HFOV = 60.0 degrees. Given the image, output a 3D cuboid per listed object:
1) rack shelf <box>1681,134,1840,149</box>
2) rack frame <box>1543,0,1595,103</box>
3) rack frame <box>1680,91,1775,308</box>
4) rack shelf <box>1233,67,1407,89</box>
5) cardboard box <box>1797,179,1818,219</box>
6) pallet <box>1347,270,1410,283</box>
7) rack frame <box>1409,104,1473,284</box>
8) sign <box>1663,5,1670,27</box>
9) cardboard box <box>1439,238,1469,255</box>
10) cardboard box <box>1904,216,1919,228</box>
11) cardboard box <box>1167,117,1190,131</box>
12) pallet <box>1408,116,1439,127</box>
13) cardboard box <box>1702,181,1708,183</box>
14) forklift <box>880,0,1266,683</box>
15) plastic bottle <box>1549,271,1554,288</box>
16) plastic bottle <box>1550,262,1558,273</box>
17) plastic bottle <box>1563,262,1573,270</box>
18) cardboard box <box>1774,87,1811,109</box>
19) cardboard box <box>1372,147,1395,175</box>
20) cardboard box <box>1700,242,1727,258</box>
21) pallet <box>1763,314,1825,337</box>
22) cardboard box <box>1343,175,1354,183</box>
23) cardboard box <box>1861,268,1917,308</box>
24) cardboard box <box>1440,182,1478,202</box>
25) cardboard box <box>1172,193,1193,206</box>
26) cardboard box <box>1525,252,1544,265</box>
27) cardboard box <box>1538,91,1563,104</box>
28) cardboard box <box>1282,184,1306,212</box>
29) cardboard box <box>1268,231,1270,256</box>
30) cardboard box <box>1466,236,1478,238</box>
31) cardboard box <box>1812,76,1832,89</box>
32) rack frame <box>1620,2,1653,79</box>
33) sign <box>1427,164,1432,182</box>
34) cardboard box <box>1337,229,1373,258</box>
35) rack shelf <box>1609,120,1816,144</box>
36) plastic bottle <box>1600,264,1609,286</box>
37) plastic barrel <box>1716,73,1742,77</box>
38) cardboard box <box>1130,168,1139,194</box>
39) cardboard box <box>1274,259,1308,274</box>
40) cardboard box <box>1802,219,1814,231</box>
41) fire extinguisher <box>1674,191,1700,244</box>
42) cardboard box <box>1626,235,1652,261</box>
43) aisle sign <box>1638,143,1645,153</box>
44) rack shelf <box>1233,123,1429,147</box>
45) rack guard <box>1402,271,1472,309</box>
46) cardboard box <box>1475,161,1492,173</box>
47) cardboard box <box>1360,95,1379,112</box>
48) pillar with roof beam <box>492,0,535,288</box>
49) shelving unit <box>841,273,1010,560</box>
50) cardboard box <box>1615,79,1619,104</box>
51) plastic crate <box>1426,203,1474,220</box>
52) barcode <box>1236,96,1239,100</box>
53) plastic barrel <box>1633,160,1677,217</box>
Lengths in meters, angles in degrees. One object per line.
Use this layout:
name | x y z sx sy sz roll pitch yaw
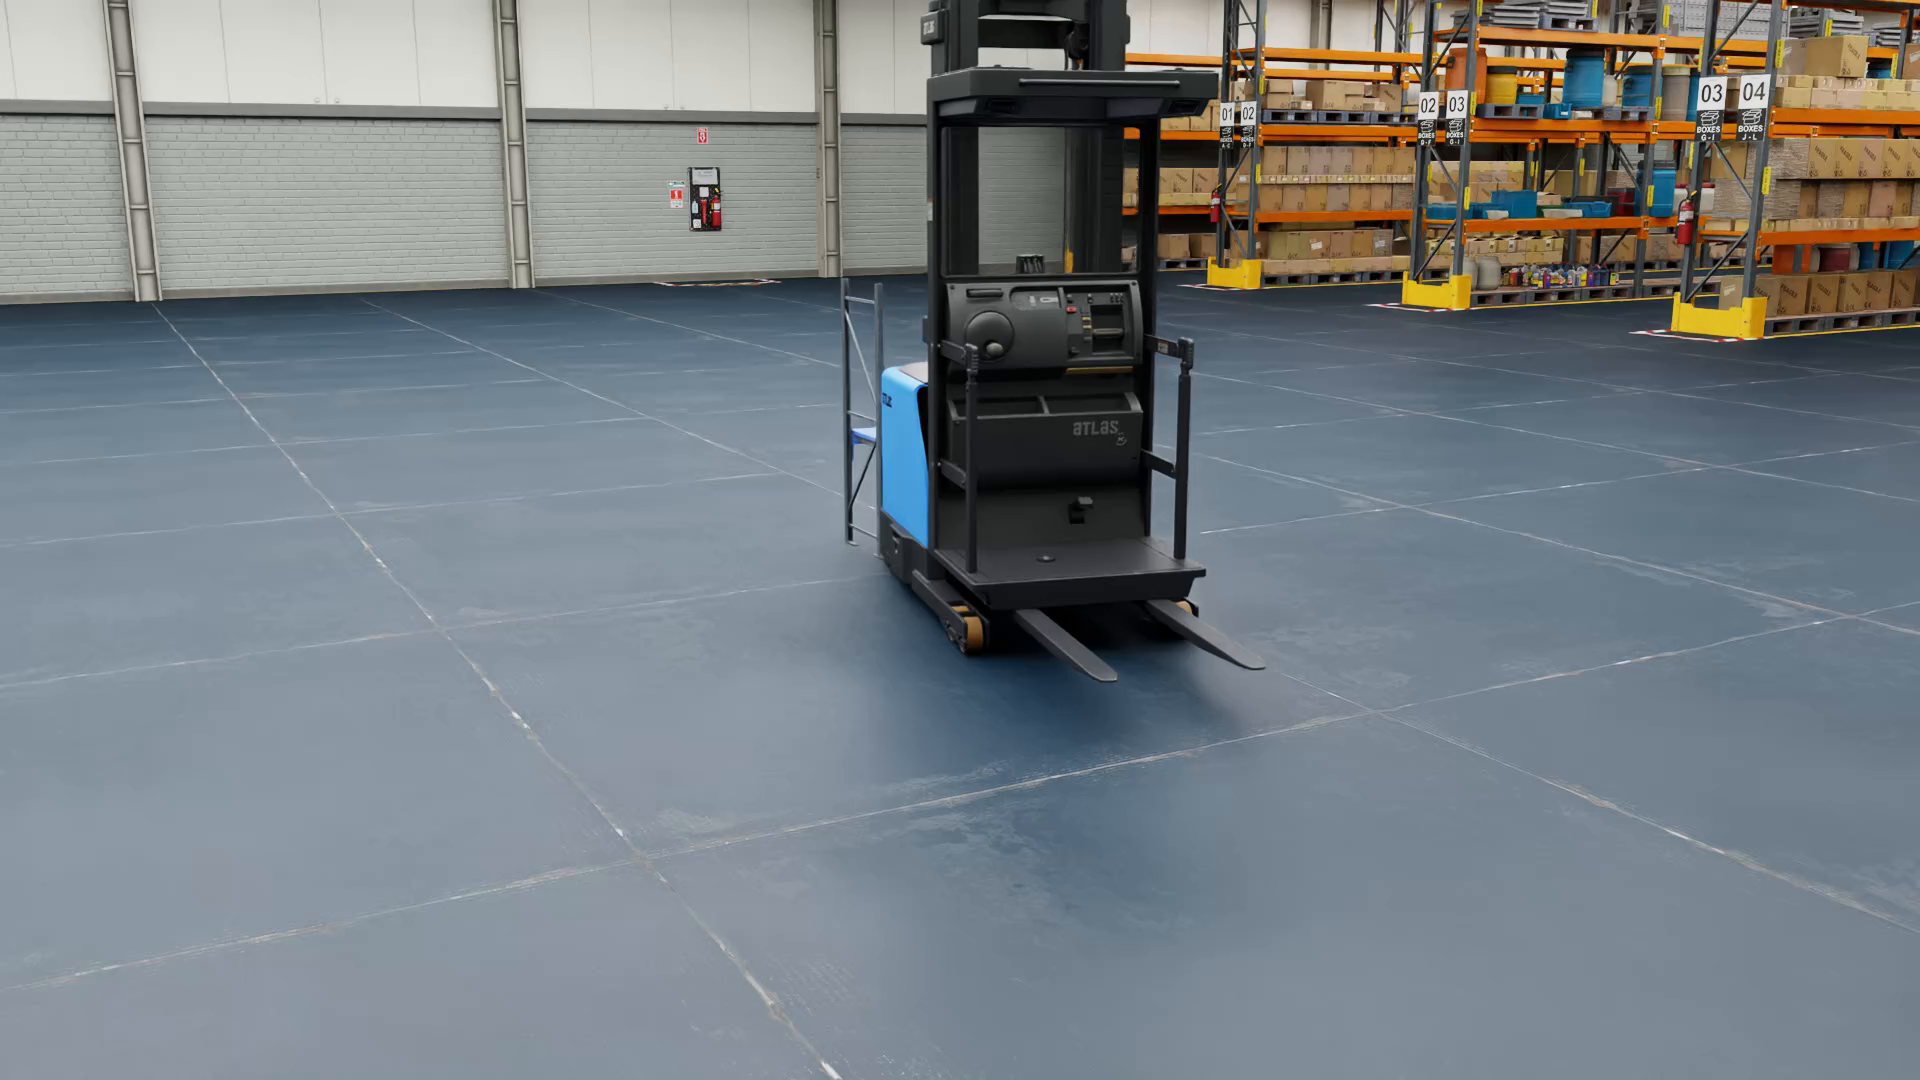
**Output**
rack shelf | 17.214 -8.605 35.819 4.000 0.370 1.077 -7 14 -28
rack frame | 11.947 -9.788 32.606 0.127 3.000 1.000 -7 14 -28
rack frame | 9.669 -4.110 21.041 0.127 3.000 1.000 -7 14 -28
rack shelf | 7.815 -9.986 36.034 4.000 0.370 1.077 -7 14 -28
cardboard box | 10.546 -4.432 21.567 0.500 0.500 0.875 -7 14 -28
pallet | 7.718 -5.004 31.365 1.213 0.211 1.003 -7 14 -28
rack frame | 7.295 -5.065 25.282 0.127 3.000 1.000 -7 14 -28
sign | 11.060 -8.203 26.040 0.005 0.325 0.100 -7 14 -28
cardboard box | 9.360 -5.625 31.799 0.500 0.311 0.500 -7 14 -29
cardboard box | 12.659 -4.290 22.412 0.250 0.149 0.380 -7 14 -28
cardboard box | 4.364 -8.648 34.100 0.500 0.500 0.500 -6 14 -24
pallet | 9.204 -7.906 31.510 1.217 0.209 0.805 -8 15 -30
cardboard box | 16.036 -7.332 35.129 0.500 0.500 0.500 -6 14 -26
forklift | 0.455 -1.022 7.473 1.130 2.935 3.031 -3 13 -15
plastic bottle | 9.337 -4.115 26.274 0.097 0.271 0.097 0 13 0
plastic bottle | 9.733 -4.383 27.284 0.185 0.351 0.144 -8 15 -30
plastic bottle | 9.968 -4.375 27.249 0.185 0.351 0.144 -7 14 -28
cardboard box | 10.215 -5.501 20.731 0.500 0.250 0.500 -6 14 -26
cardboard box | 7.607 -7.021 30.791 0.500 0.500 0.700 -7 14 -28
cardboard box | 15.930 -6.187 35.393 0.500 0.311 0.500 -7 14 -28
pallet | 10.465 -2.836 21.732 1.213 0.211 1.003 -7 14 -28
cardboard box | 6.953 -6.574 30.283 0.250 0.149 0.380 -6 14 -26
cardboard box | 12.809 -3.482 22.986 0.500 0.500 0.500 -7 15 -30
cardboard box | 9.581 -6.622 31.975 0.500 0.500 0.500 -6 14 -24
cardboard box | 4.473 -7.063 34.458 0.500 0.250 0.500 -7 14 -27
cardboard box | 11.152 -5.567 32.822 0.500 0.250 0.500 -7 14 -29
cardboard box | 13.841 -10.267 39.016 0.500 0.500 0.500 -7 14 -28
cardboard box | 5.800 -6.171 29.971 0.500 0.500 0.700 -6 14 -26
cardboard box | 6.698 -6.470 36.220 0.500 0.500 0.700 -6 14 -26
cardboard box | 9.990 -5.835 32.736 0.500 0.311 0.500 -7 14 -29
cardboard box | 10.731 -5.753 20.943 0.250 0.149 0.380 -6 14 -26
rack frame | 16.592 -11.584 40.586 0.127 3.000 1.000 -7 14 -28
sign | 8.704 -6.795 30.817 0.005 0.325 0.100 -7 14 -28
cardboard box | 7.252 -5.475 30.704 0.500 0.500 0.500 -7 14 -28
rack shelf | 12.562 -6.808 27.836 4.000 0.370 1.077 -7 14 -28
plastic bottle | 10.379 -4.284 26.846 0.185 0.351 0.144 -7 15 -29
plastic barrel | 12.918 -7.466 28.141 0.708 0.830 0.600 -7 14 -28
cardboard box | 3.550 -7.319 33.886 0.500 0.500 0.500 -7 14 -28
cardboard box | 5.940 -4.950 30.078 0.500 0.250 0.500 -7 14 -28
cardboard box | 10.698 -4.048 21.336 0.250 0.149 0.380 -7 14 -28
fire extinguisher | 9.347 -4.149 21.390 0.183 0.674 0.296 -7 14 -28
cardboard box | 13.839 -6.013 34.187 0.500 0.500 0.500 -7 15 -30
aisle sign | 16.799 -9.875 40.736 0.004 0.787 0.394 -7 14 -28
rack shelf | 6.681 -7.342 30.210 4.000 0.370 1.077 -7 14 -28
rack guard | 7.340 -3.862 25.632 0.348 0.500 1.175 -7 14 -28
cardboard box | 11.893 -8.602 38.340 0.500 0.250 0.500 -7 14 -27
cardboard box | 7.394 -8.075 30.752 0.500 0.311 0.500 -8 15 -31
pillar with roof beam | -5.722 -8.049 24.879 0.400 9.000 9.100 -7 14 -28
shelving unit | -0.083 -0.725 9.416 1.048 1.500 0.538 -6 14 -26
cardboard box | 12.781 -8.960 33.252 0.500 0.500 0.500 -7 14 -28
plastic crate | 7.591 -5.102 25.788 0.616 0.251 0.499 -7 14 -28
barcode | 4.959 -7.891 29.686 0.075 0.075 0.001 -7 14 -28
plastic barrel | 11.291 -5.712 27.018 0.708 0.901 0.600 -7 14 -28
